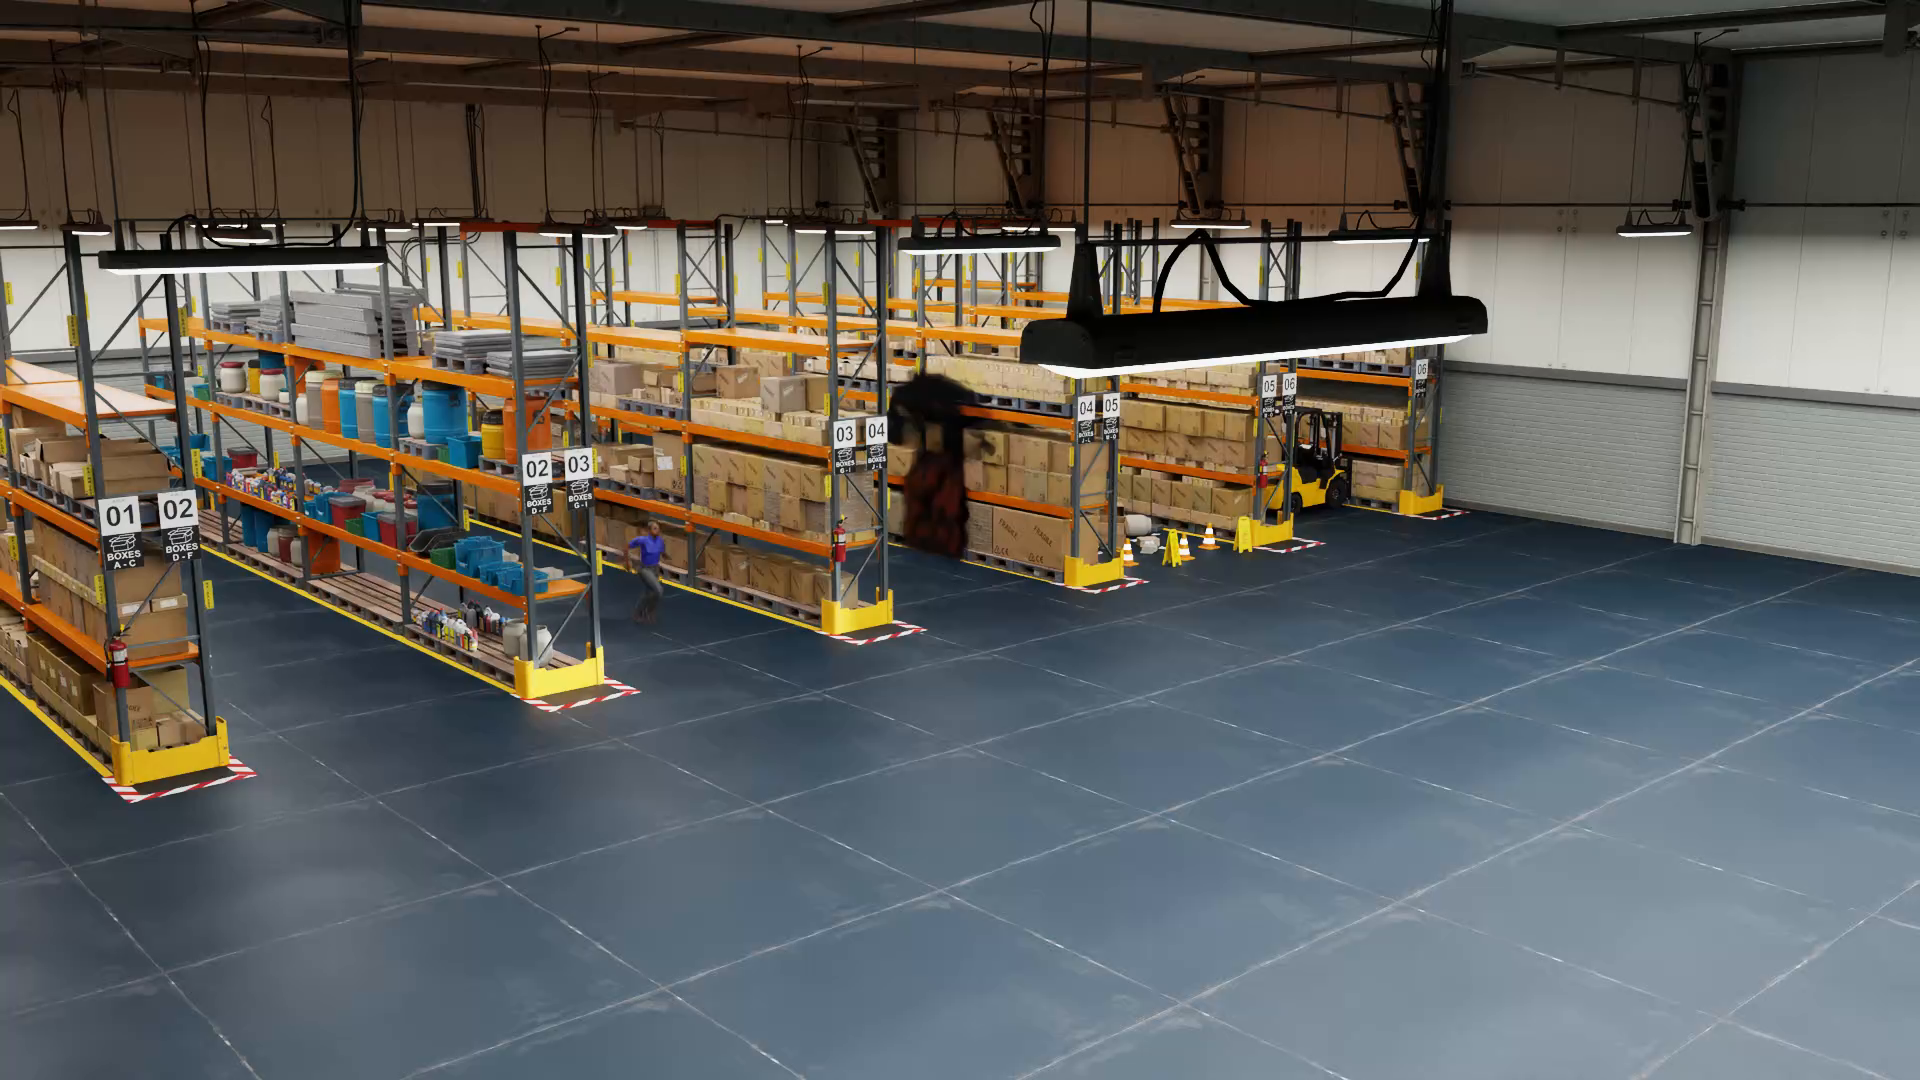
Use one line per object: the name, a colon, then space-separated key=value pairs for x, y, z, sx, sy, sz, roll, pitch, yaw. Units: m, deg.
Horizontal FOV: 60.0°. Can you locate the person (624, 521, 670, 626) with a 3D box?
person: x=-4.705 y=0.506 z=25.183 sx=0.774 sy=1.620 sz=0.606 roll=8 pitch=14 yaw=34

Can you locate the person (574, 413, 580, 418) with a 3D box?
person: x=-8.805 y=-2.088 z=38.123 sx=0.638 sy=1.626 sz=0.500 roll=-8 pitch=14 yaw=-35

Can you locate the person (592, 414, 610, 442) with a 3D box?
person: x=-8.867 y=-2.694 z=40.845 sx=0.584 sy=1.722 sz=0.702 roll=-7 pitch=14 yaw=-33
